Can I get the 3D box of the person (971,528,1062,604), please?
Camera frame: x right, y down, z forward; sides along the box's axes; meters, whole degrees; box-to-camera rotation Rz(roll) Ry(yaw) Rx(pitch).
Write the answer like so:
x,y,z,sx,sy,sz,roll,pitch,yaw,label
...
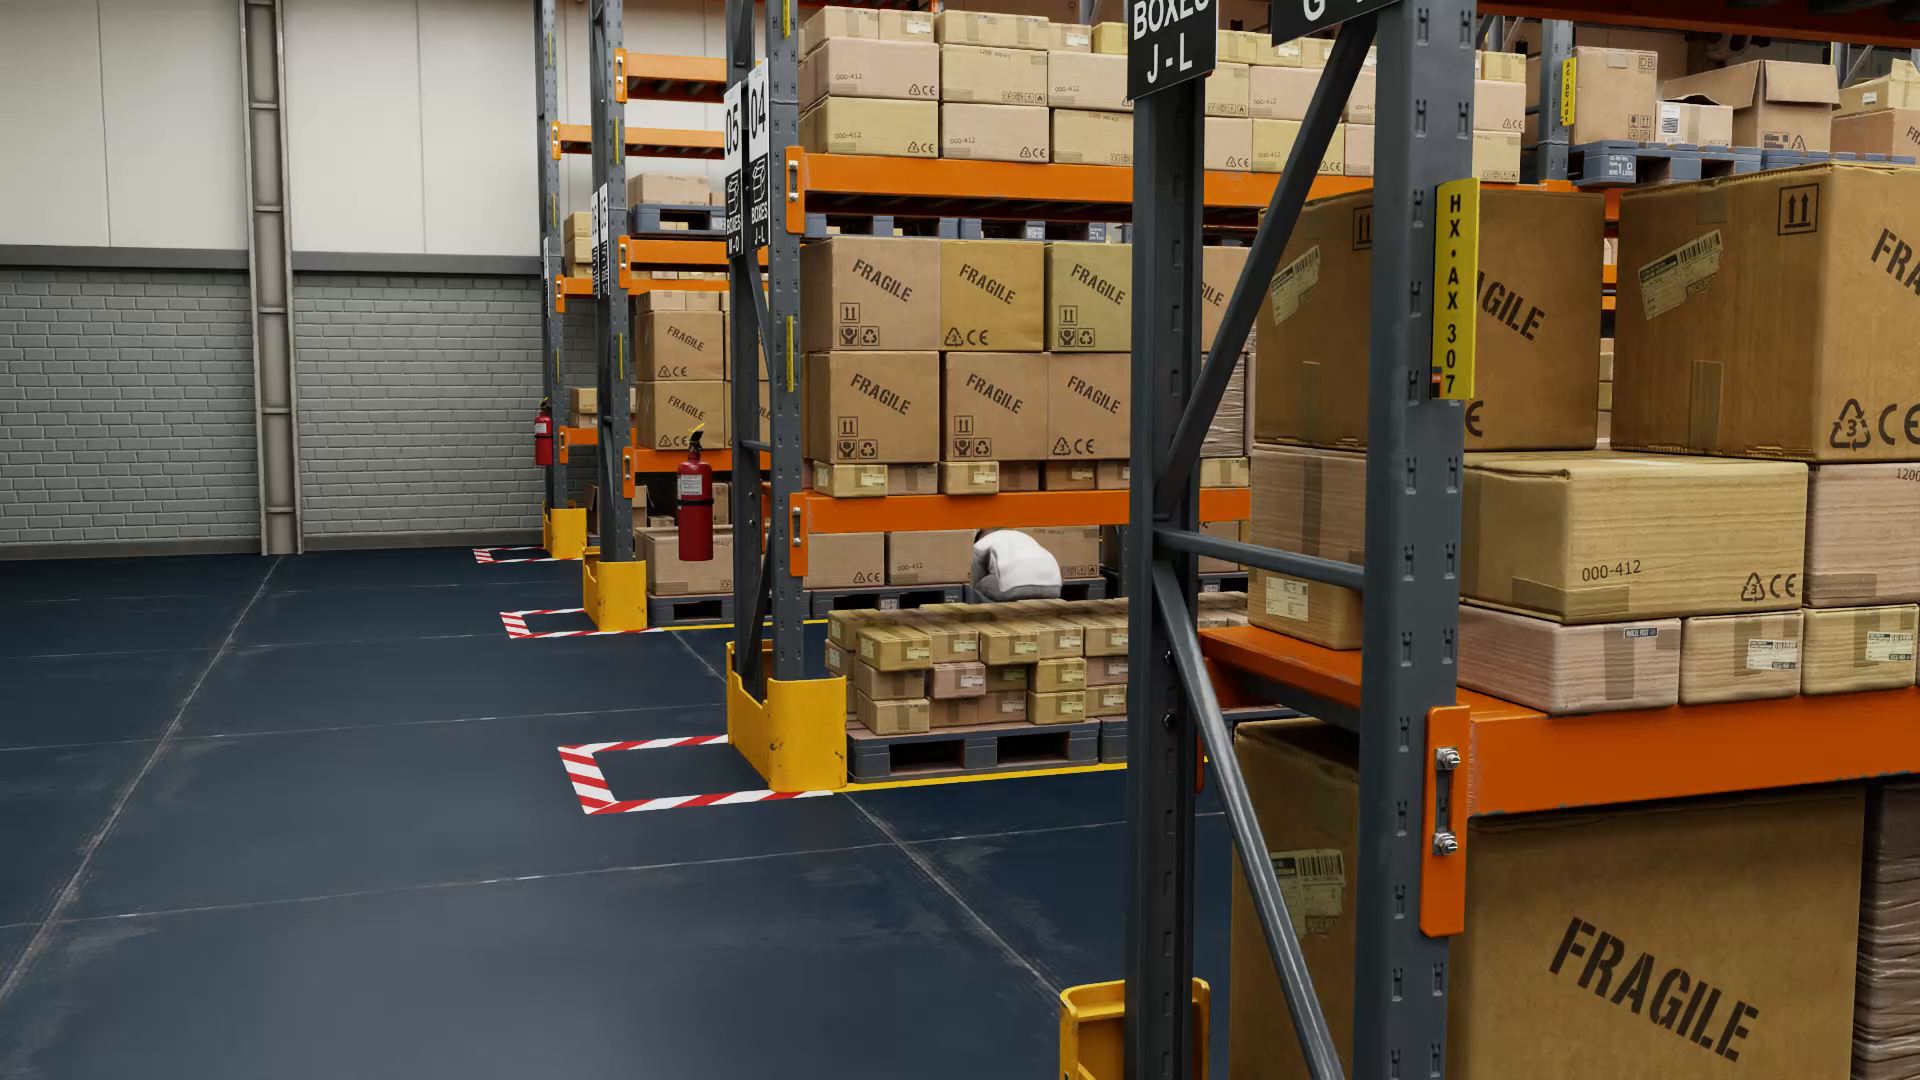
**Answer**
x,y,z,sx,sy,sz,roll,pitch,yaw,label
0.365,0.317,11.677,0.519,0.858,0.944,-2,6,-19,person
